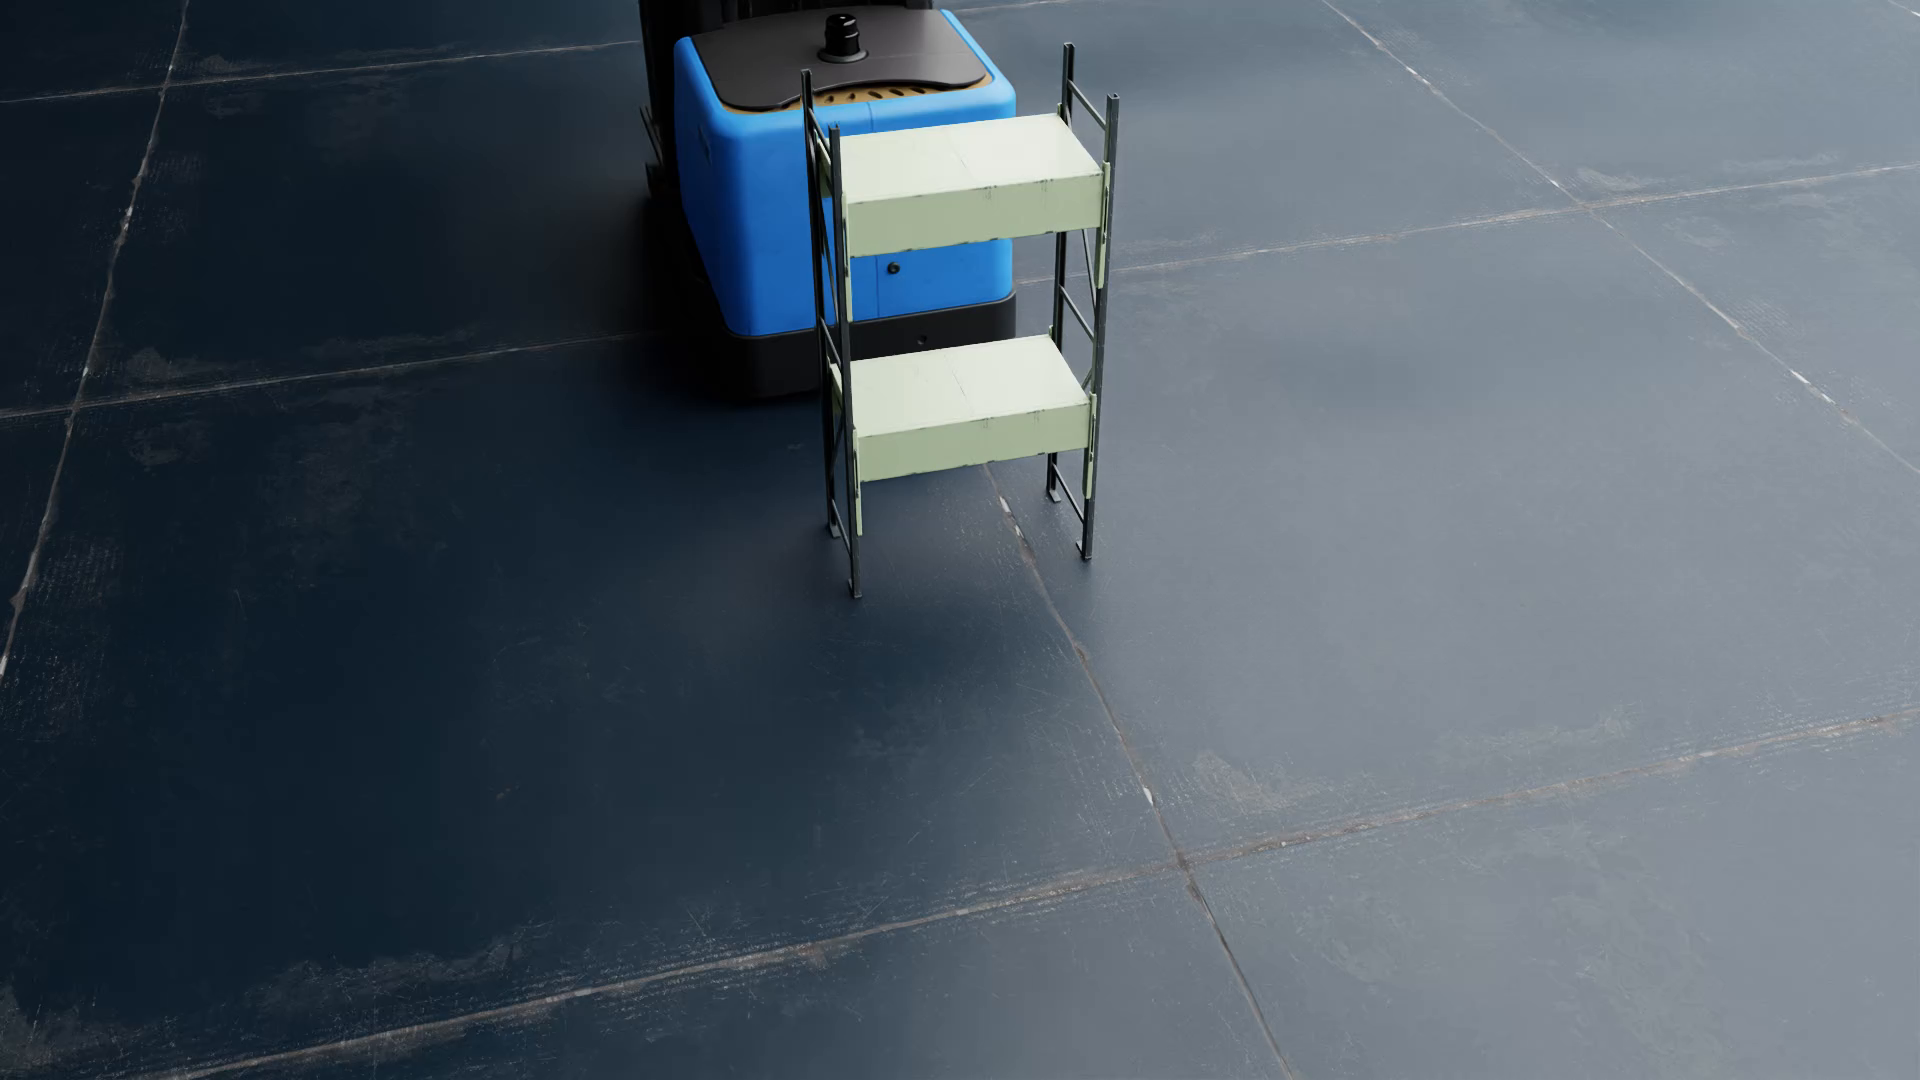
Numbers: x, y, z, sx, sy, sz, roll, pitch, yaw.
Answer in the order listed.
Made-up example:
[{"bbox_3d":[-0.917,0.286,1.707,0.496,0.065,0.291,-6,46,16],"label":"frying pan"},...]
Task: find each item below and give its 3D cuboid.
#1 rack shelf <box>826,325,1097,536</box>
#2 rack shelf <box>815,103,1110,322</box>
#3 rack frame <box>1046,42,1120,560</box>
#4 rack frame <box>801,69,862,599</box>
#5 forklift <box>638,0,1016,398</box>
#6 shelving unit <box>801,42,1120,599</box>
[{"bbox_3d":[-0.006,-0.336,4.991,0.720,0.370,0.431,-9,38,-12],"label":"rack shelf"},{"bbox_3d":[-0.006,-0.905,4.556,0.720,0.370,0.431,-9,38,-12],"label":"rack shelf"},{"bbox_3d":[0.347,-0.653,4.869,0.023,1.500,0.400,-9,38,-12],"label":"rack frame"},{"bbox_3d":[-0.360,-0.537,4.717,0.023,1.500,0.400,-9,38,-12],"label":"rack frame"},{"bbox_3d":[-0.711,-2.555,6.178,1.130,2.935,3.031,-10,39,-13],"label":"forklift"},{"bbox_3d":[-0.006,-0.595,4.793,0.755,1.500,0.431,-9,38,-12],"label":"shelving unit"}]
